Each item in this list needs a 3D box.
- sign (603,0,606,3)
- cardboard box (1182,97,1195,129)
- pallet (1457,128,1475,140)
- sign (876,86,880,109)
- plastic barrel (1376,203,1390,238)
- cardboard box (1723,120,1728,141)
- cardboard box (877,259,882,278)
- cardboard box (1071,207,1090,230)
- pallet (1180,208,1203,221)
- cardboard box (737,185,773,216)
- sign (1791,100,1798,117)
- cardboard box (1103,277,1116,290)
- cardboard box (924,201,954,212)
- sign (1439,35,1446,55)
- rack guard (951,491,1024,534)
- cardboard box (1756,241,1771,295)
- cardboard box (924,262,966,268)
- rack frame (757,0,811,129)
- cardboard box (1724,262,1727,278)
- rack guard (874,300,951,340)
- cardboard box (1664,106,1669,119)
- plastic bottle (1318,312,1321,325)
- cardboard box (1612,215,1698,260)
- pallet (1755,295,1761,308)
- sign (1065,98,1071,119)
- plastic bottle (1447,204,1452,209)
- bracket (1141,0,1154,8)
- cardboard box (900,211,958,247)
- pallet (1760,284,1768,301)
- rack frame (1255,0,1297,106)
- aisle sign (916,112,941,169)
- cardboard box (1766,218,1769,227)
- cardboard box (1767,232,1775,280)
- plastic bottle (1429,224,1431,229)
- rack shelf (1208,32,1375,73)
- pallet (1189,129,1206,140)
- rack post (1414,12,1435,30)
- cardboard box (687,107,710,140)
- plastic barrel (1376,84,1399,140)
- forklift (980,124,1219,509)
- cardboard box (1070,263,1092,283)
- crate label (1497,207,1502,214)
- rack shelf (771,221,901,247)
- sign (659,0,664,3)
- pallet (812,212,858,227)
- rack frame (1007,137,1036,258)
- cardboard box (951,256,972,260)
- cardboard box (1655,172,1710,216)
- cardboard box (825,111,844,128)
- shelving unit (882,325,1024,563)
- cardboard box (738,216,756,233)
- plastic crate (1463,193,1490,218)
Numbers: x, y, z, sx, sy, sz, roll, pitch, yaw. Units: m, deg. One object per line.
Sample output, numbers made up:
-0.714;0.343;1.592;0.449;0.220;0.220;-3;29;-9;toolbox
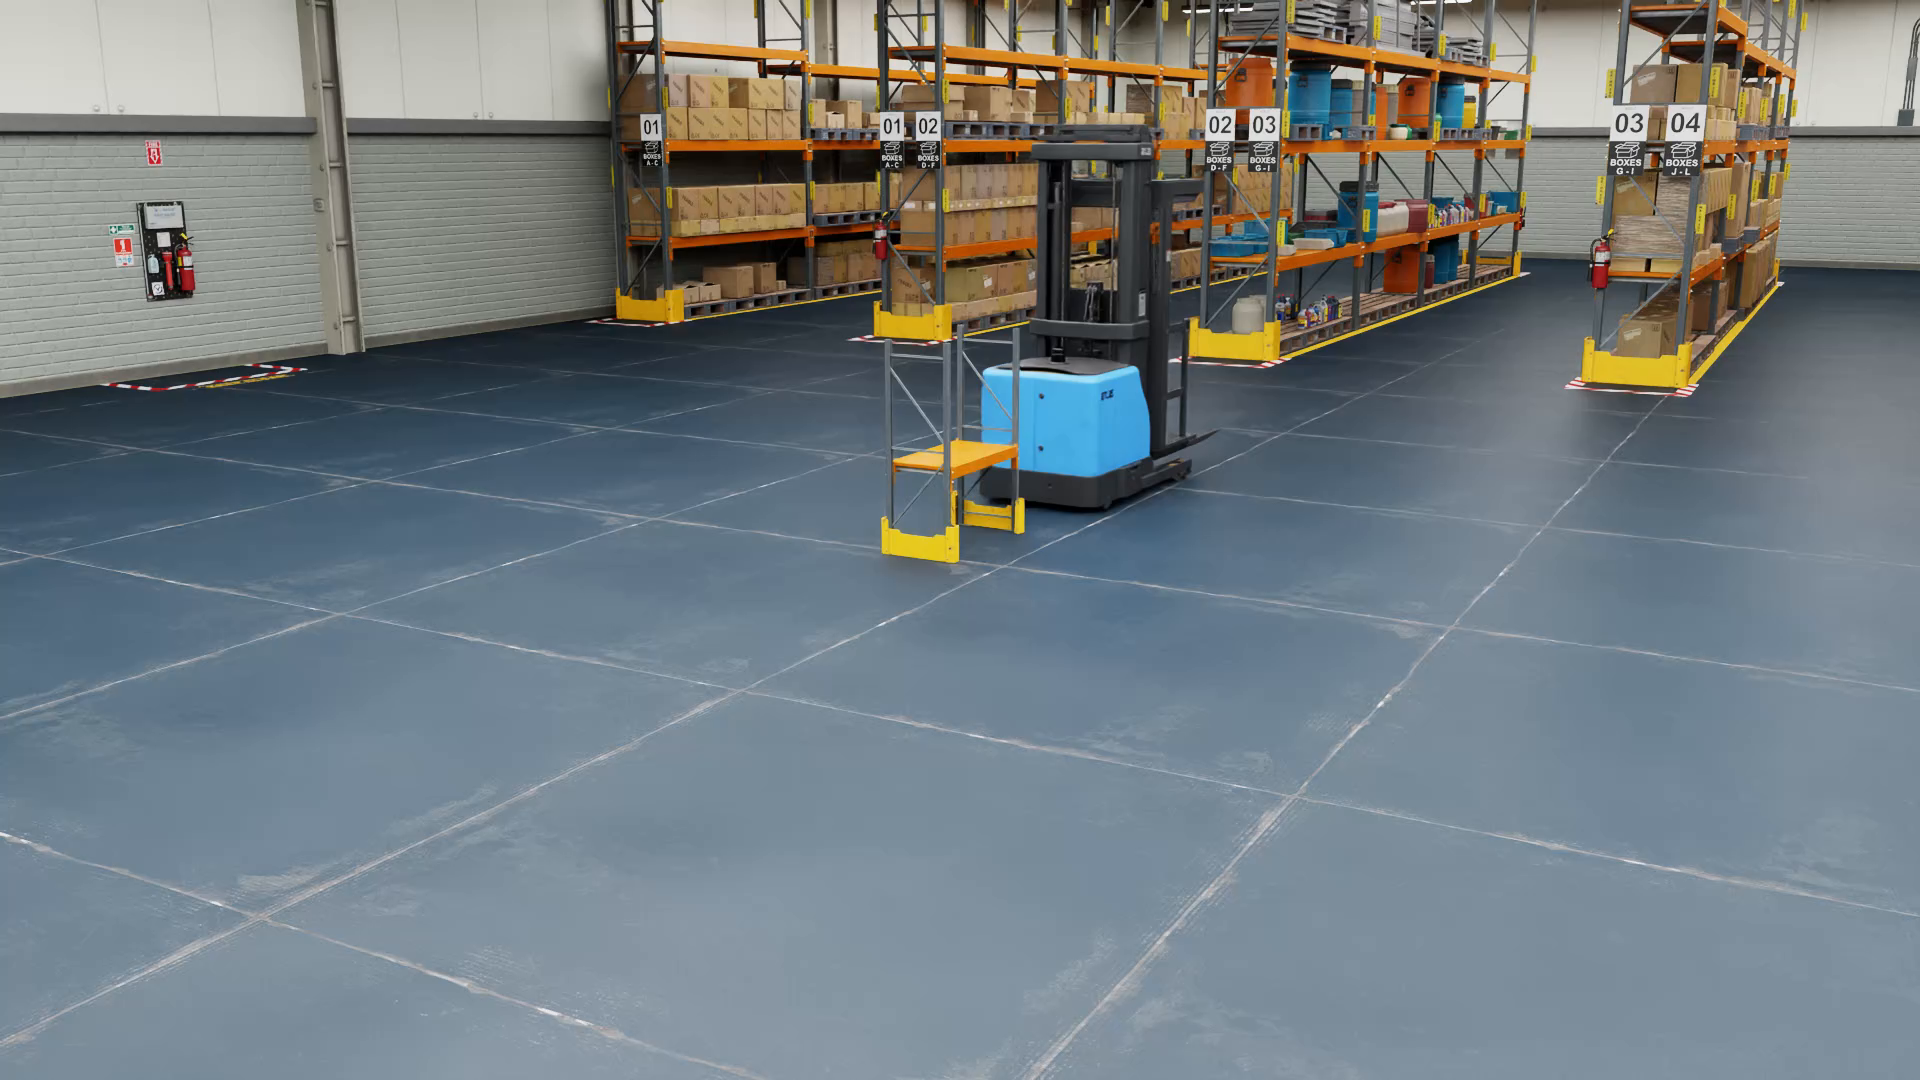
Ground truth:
-5.499;-8.510;25.801;0.100;0.325;0.005;7;15;28;sign
4.166;-8.287;32.287;0.600;0.600;0.600;7;15;26;cardboard box
8.612;-7.296;29.901;1.003;0.211;1.213;7;15;28;pallet
-1.153;-6.349;23.850;0.100;0.325;0.005;7;15;28;sign
6.593;-5.082;26.422;0.433;0.535;0.433;0;14;0;plastic barrel
9.424;-5.183;21.054;0.500;0.250;0.500;7;15;28;cardboard box
-1.809;-5.389;32.382;0.700;0.500;0.500;7;15;28;cardboard box
1.889;-5.568;28.516;0.500;0.500;0.500;9;16;32;cardboard box
4.119;-6.382;32.517;1.003;0.211;1.213;7;15;28;pallet
-3.536;-5.780;28.287;0.500;0.500;0.500;7;15;26;cardboard box
16.189;-8.380;32.274;0.100;0.325;0.005;7;15;28;sign
2.404;-4.493;29.242;0.500;0.250;0.500;8;16;29;cardboard box
-0.306;-4.855;24.174;0.380;0.149;0.250;7;15;28;cardboard box
8.002;-8.213;27.588;0.100;0.325;0.005;7;15;28;sign
0.204;-0.208;12.363;0.587;0.250;0.087;7;15;28;rack guard
13.495;-4.811;29.228;1.225;0.875;0.875;7;15;28;cardboard box
-0.215;-4.017;25.668;0.500;0.500;0.500;7;15;28;cardboard box
-3.089;-8.732;29.055;1.000;3.000;0.127;7;15;28;rack frame
11.555;-4.175;25.748;0.500;0.250;0.500;8;16;30;cardboard box
-0.696;-3.215;24.302;1.175;0.500;0.348;7;15;28;rack guard
8.321;-4.921;19.115;0.380;0.149;0.250;7;15;28;cardboard box
5.160;-3.216;24.007;0.097;0.201;0.097;0;14;0;plastic bottle
8.275;-3.615;19.779;0.875;0.500;0.500;7;15;28;cardboard box
13.480;-4.251;29.217;1.003;0.211;1.213;7;15;28;pallet
1.736;-6.941;26.752;0.100;0.325;0.005;7;15;28;sign
9.077;-6.064;30.890;0.144;0.351;0.185;7;15;28;plastic bottle
4.917;-14.127;43.752;0.235;0.232;0.430;7;15;28;bracket
-0.448;-4.578;24.409;0.700;0.500;0.500;7;15;28;cardboard box
14.223;-4.565;30.520;1.003;0.211;1.213;7;15;28;pallet
7.050;-10.634;36.942;1.000;3.000;0.127;7;15;28;rack frame
-0.448;-5.651;23.525;0.394;0.787;0.004;7;15;28;aisle sign
14.221;-5.675;29.707;0.380;0.149;0.250;7;15;28;cardboard box
15.041;-5.439;31.830;0.875;0.875;0.875;7;15;28;cardboard box
8.136;-5.510;28.914;0.097;0.201;0.097;0;14;0;plastic bottle
4.617;-6.656;22.828;1.077;0.370;4.000;7;15;28;rack shelf
4.241;-7.925;32.506;1.213;0.211;1.003;7;15;28;pallet
7.808;-8.852;28.452;0.624;0.289;0.986;7;15;28;rack post
-4.351;-6.658;26.596;0.500;0.500;0.500;9;16;32;cardboard box
6.930;-7.072;27.499;0.600;0.901;0.600;0;14;0;plastic barrel
1.333;-1.961;13.914;1.130;2.935;3.031;8;16;29;forklift
1.914;-4.554;28.299;0.500;0.311;0.500;7;15;27;cardboard box
10.883;-6.751;34.071;0.396;0.136;0.243;7;15;28;crate label
-2.122;-5.877;31.544;1.077;0.370;4.000;7;15;28;rack shelf
-4.548;-8.343;25.277;0.100;0.325;0.005;7;15;28;sign
-2.592;-5.863;30.362;1.003;0.211;1.213;7;15;28;pallet
1.249;-5.256;27.433;1.000;3.000;0.127;7;15;28;rack frame
-0.256;-6.111;34.671;0.750;0.750;0.750;7;15;28;cardboard box
8.490;-4.073;19.547;0.500;0.500;0.500;7;15;28;cardboard box
-2.457;-7.665;30.319;0.500;0.311;0.500;8;16;30;cardboard box
-0.037;-0.713;11.793;0.587;1.500;1.083;7;15;28;shelving unit
-3.772;-5.312;27.944;0.500;0.250;0.500;8;15;29;cardboard box
10.102;-6.550;32.538;0.402;0.464;0.583;7;15;28;plastic crate
